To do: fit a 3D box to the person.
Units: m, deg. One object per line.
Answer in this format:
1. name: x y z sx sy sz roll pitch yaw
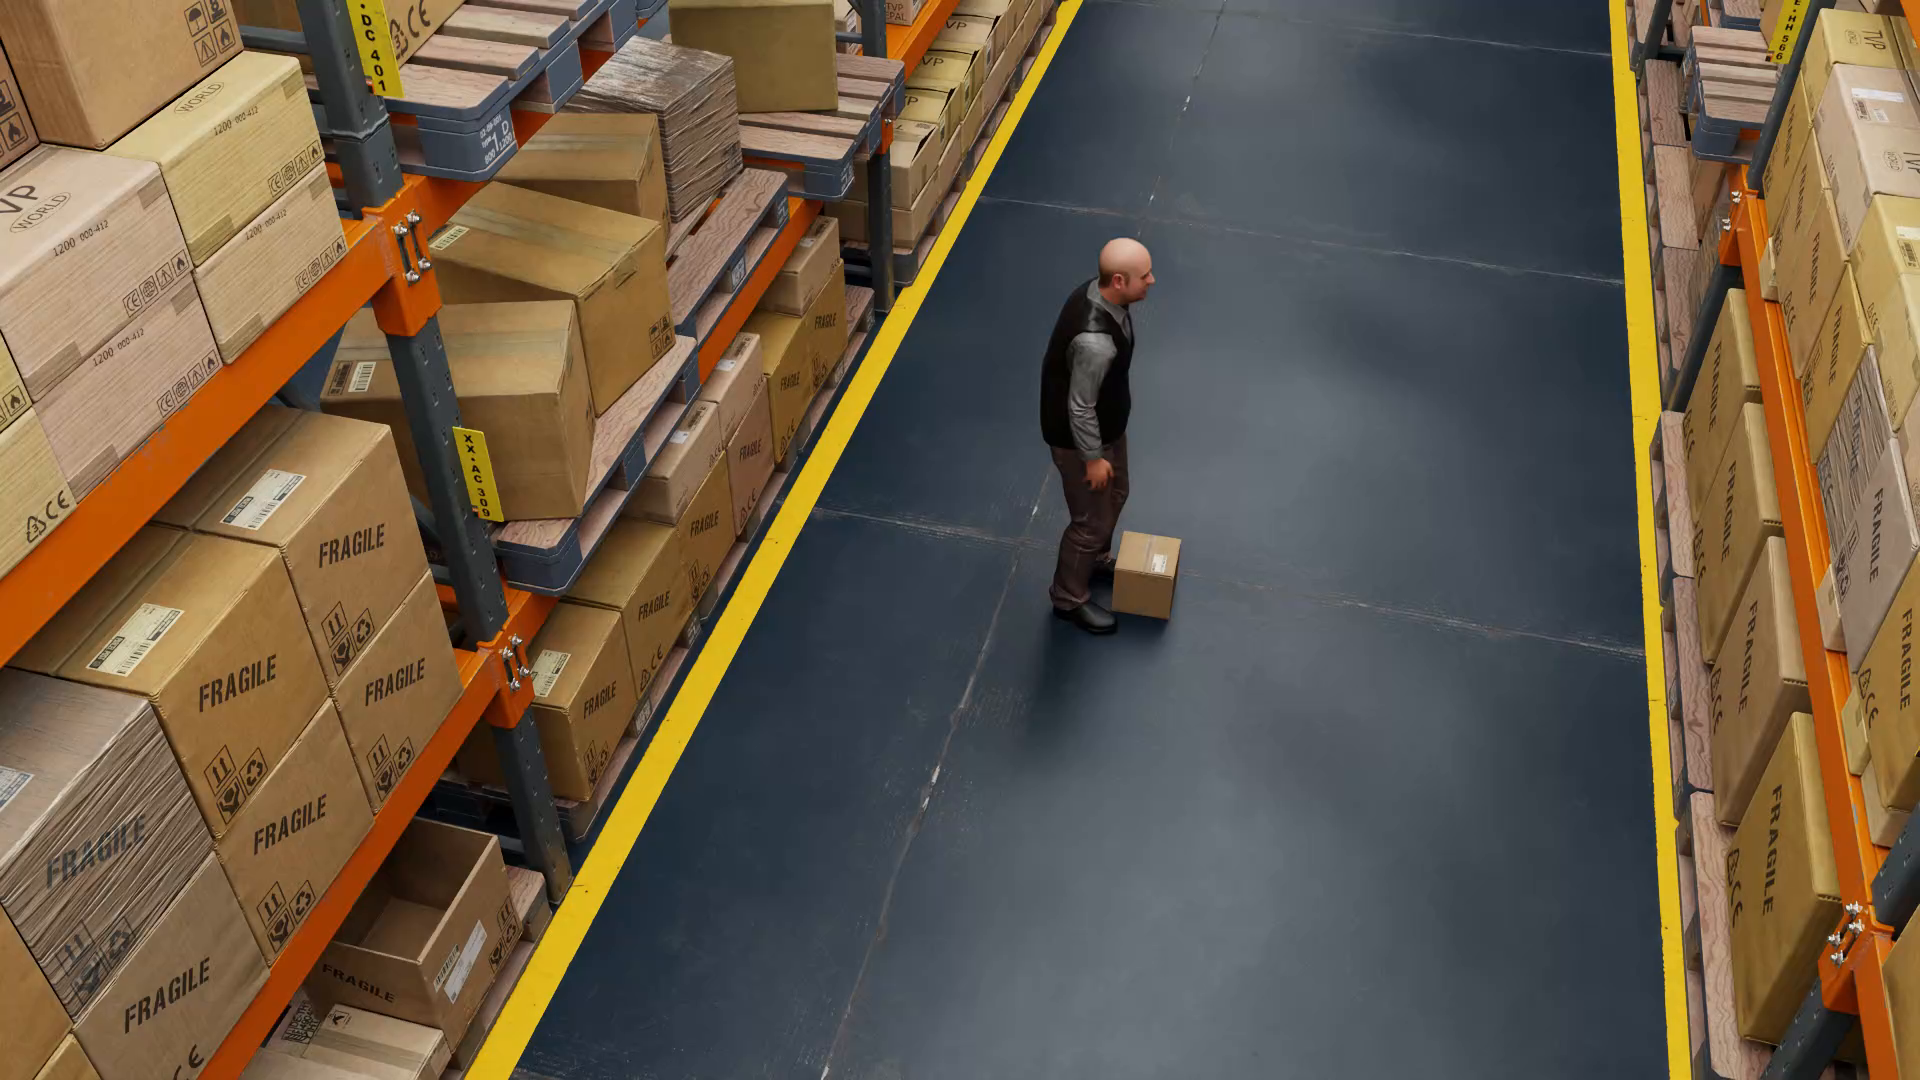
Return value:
1. person: 0.552 -0.447 6.695 0.463 1.721 0.589 9 42 10
